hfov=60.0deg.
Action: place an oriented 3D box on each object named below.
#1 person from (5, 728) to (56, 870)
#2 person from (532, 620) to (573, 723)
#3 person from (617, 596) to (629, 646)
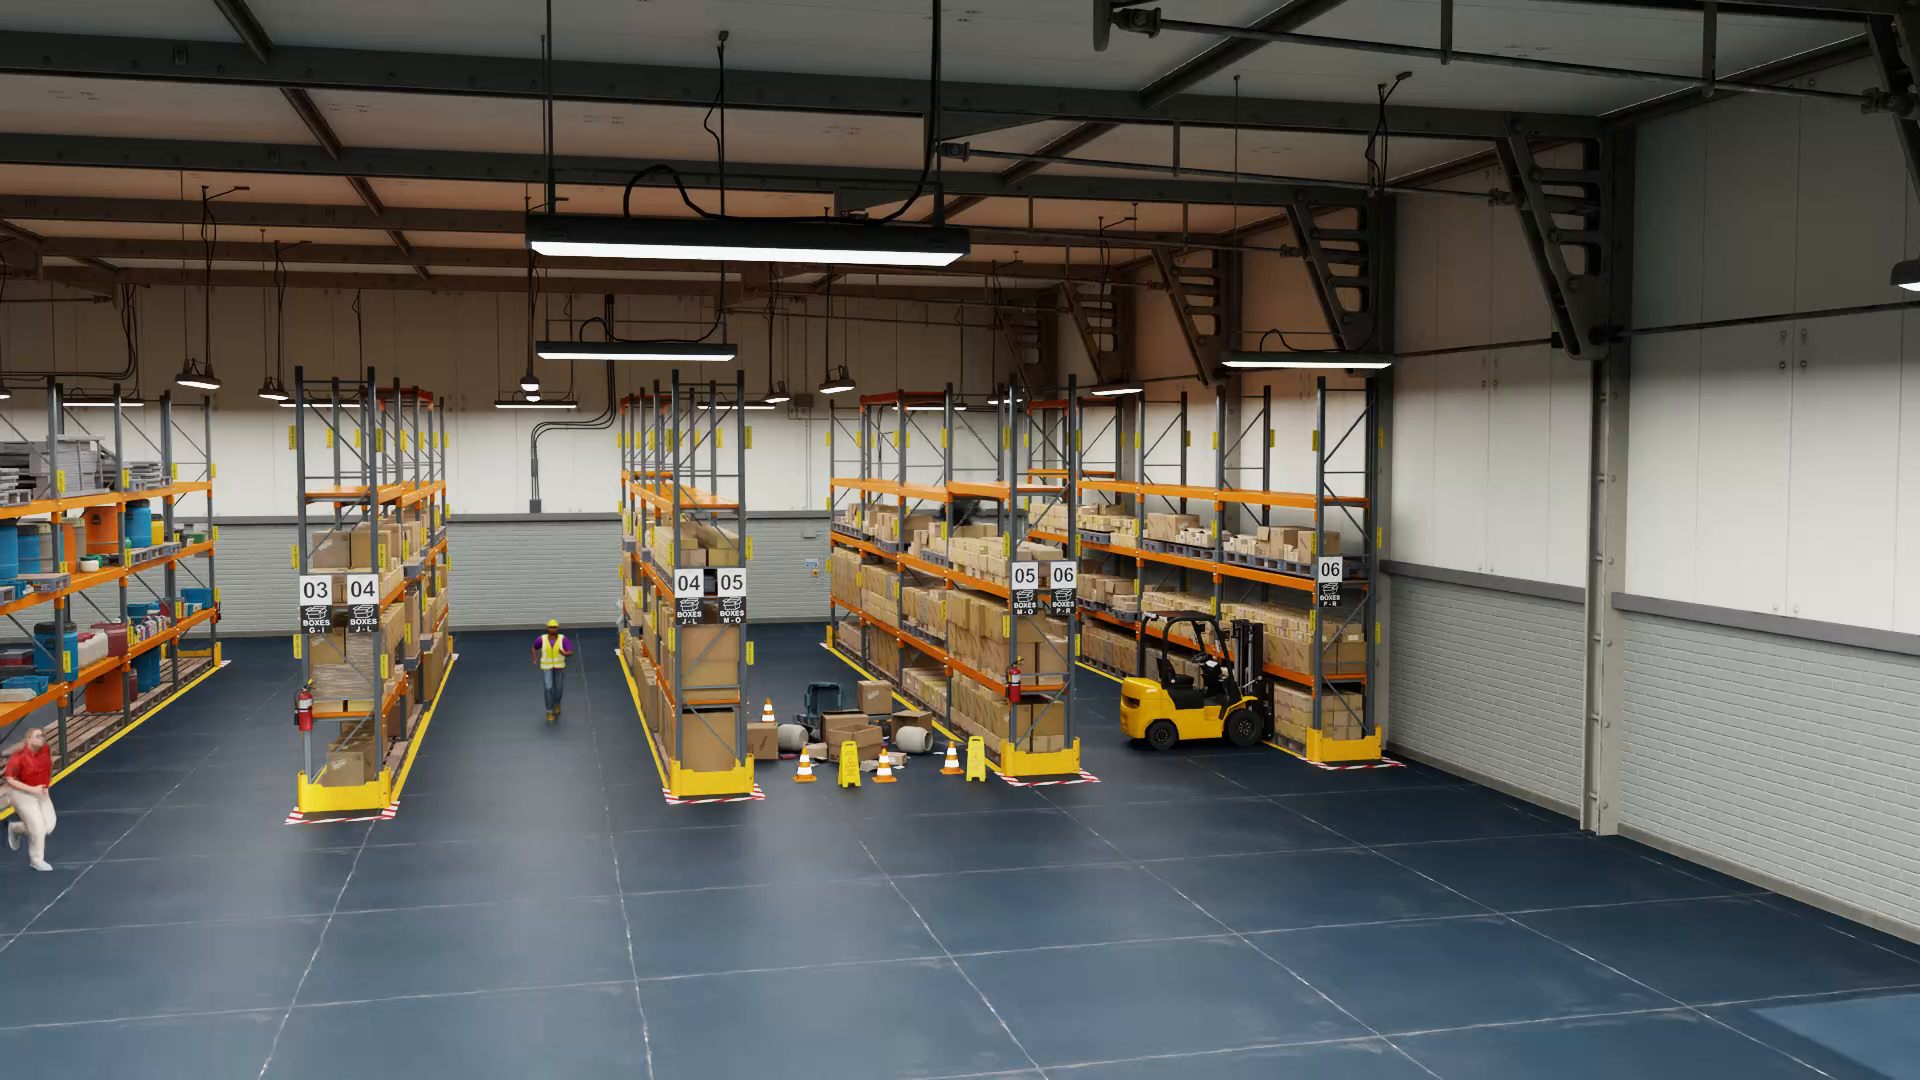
[{"bbox_3d":[-10.861,3.026,19.446,0.692,1.689,0.699,1,4,14],"label":"person"},{"bbox_3d":[-7.295,2.313,29.819,0.693,1.778,0.946,-1,4,-19],"label":"person"},{"bbox_3d":[-8.090,1.758,40.422,0.682,1.754,0.686,0,3,0],"label":"person"}]
